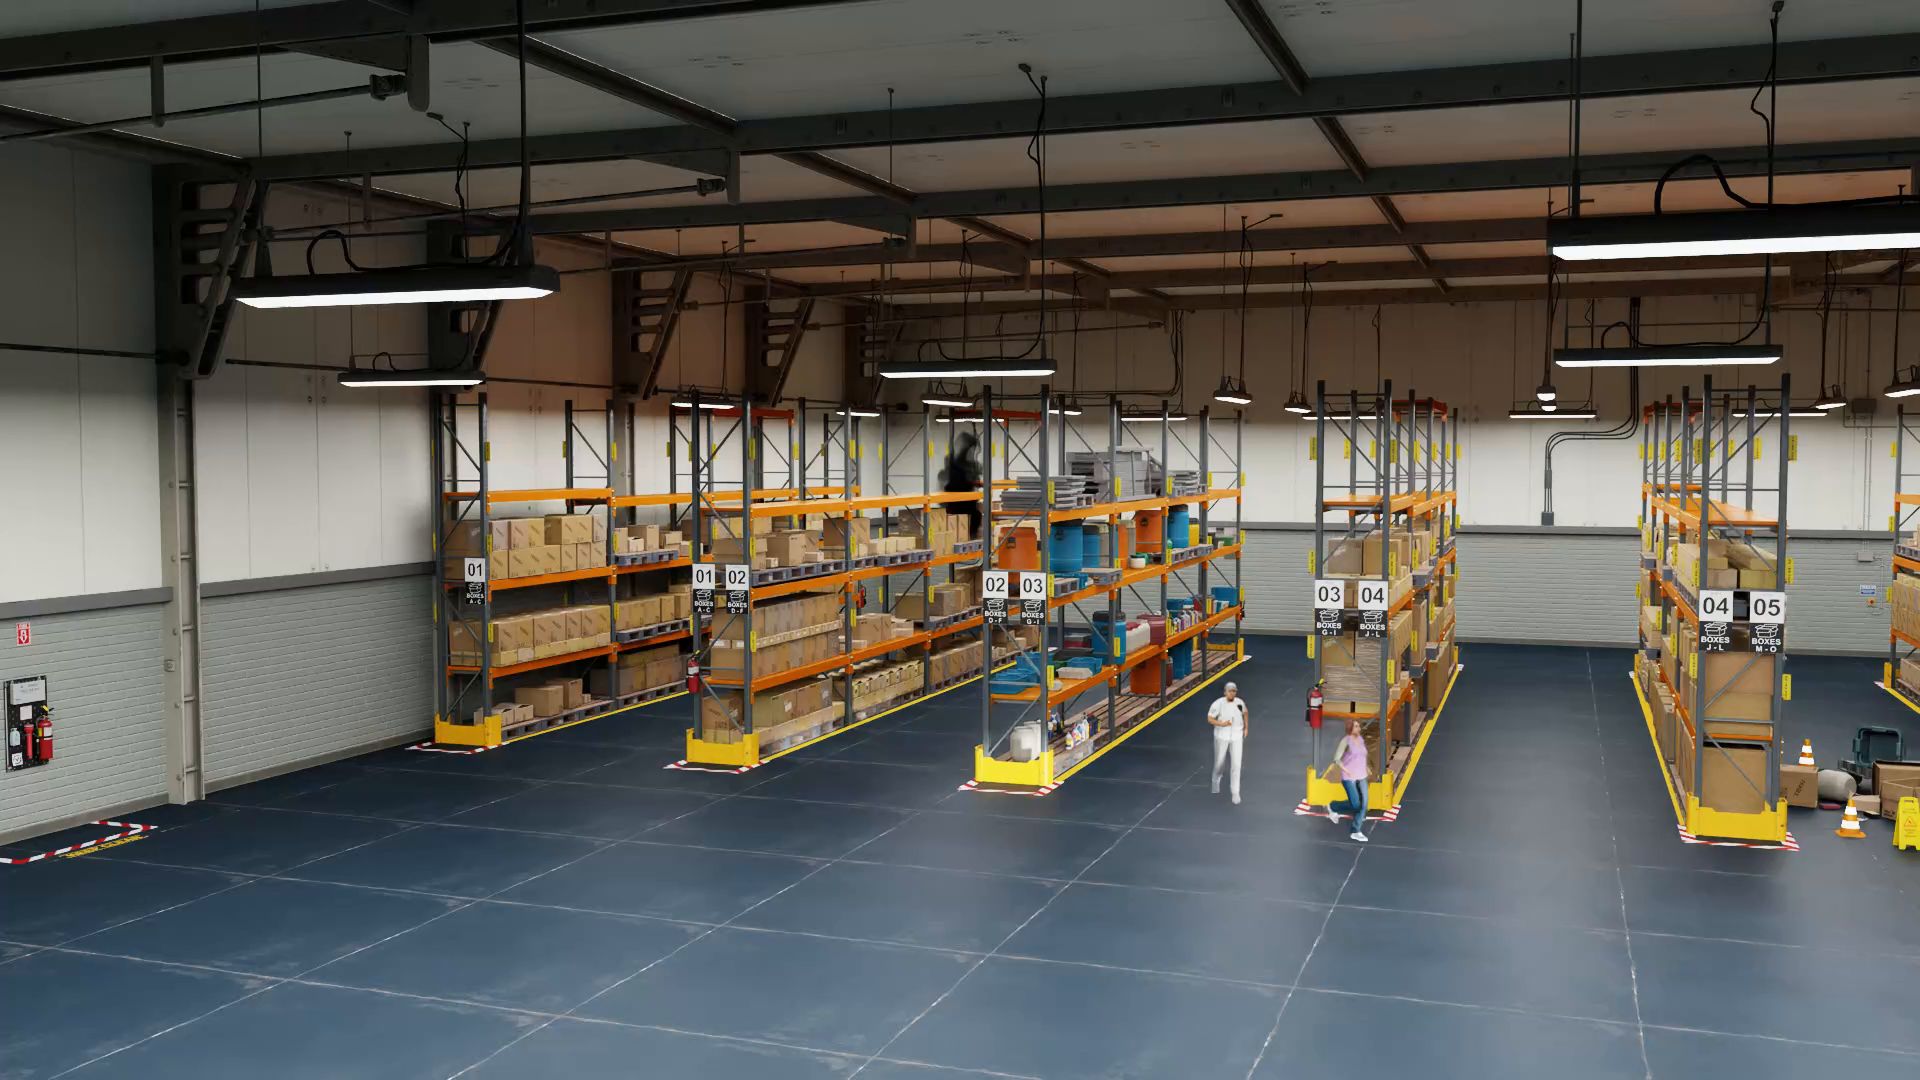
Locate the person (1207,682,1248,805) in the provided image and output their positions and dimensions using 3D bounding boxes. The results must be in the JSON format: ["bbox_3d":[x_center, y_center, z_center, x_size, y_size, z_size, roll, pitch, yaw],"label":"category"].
[{"bbox_3d":[3.863,2.884,23.963,0.634,1.701,0.842,0,3,-2],"label":"person"}]

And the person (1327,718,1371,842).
[{"bbox_3d":[5.059,3.089,21.529,0.536,1.551,0.649,-2,4,-33],"label":"person"}]
